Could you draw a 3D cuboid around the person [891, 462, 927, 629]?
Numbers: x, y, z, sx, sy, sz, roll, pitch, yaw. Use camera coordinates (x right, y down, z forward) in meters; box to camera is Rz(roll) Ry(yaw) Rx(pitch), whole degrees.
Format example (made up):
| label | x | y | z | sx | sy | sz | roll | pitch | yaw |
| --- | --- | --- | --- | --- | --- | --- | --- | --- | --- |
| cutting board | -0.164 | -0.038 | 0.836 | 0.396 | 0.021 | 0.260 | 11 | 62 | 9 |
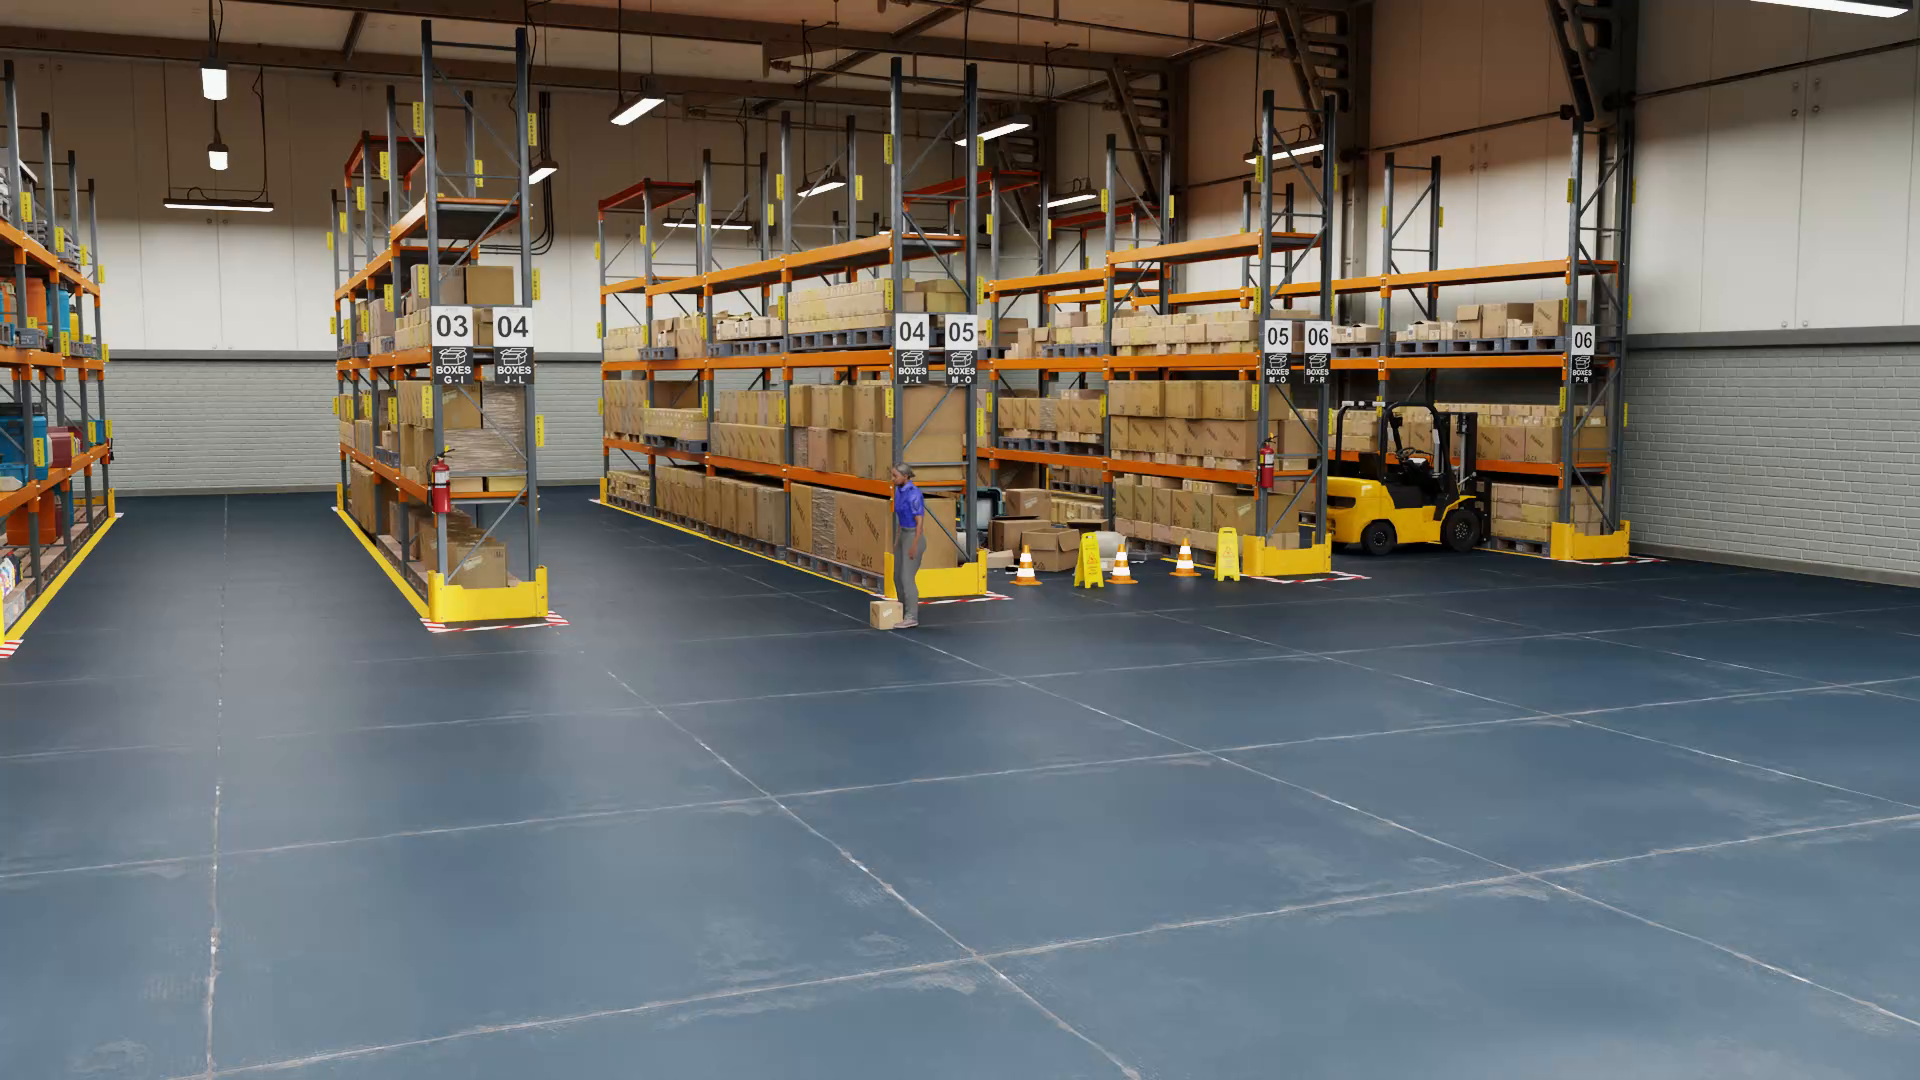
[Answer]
| label | x | y | z | sx | sy | sz | roll | pitch | yaw |
| --- | --- | --- | --- | --- | --- | --- | --- | --- | --- |
| person | -0.547 | 0.040 | 16.613 | 0.392 | 1.654 | 0.512 | -2 | 6 | -24 |
